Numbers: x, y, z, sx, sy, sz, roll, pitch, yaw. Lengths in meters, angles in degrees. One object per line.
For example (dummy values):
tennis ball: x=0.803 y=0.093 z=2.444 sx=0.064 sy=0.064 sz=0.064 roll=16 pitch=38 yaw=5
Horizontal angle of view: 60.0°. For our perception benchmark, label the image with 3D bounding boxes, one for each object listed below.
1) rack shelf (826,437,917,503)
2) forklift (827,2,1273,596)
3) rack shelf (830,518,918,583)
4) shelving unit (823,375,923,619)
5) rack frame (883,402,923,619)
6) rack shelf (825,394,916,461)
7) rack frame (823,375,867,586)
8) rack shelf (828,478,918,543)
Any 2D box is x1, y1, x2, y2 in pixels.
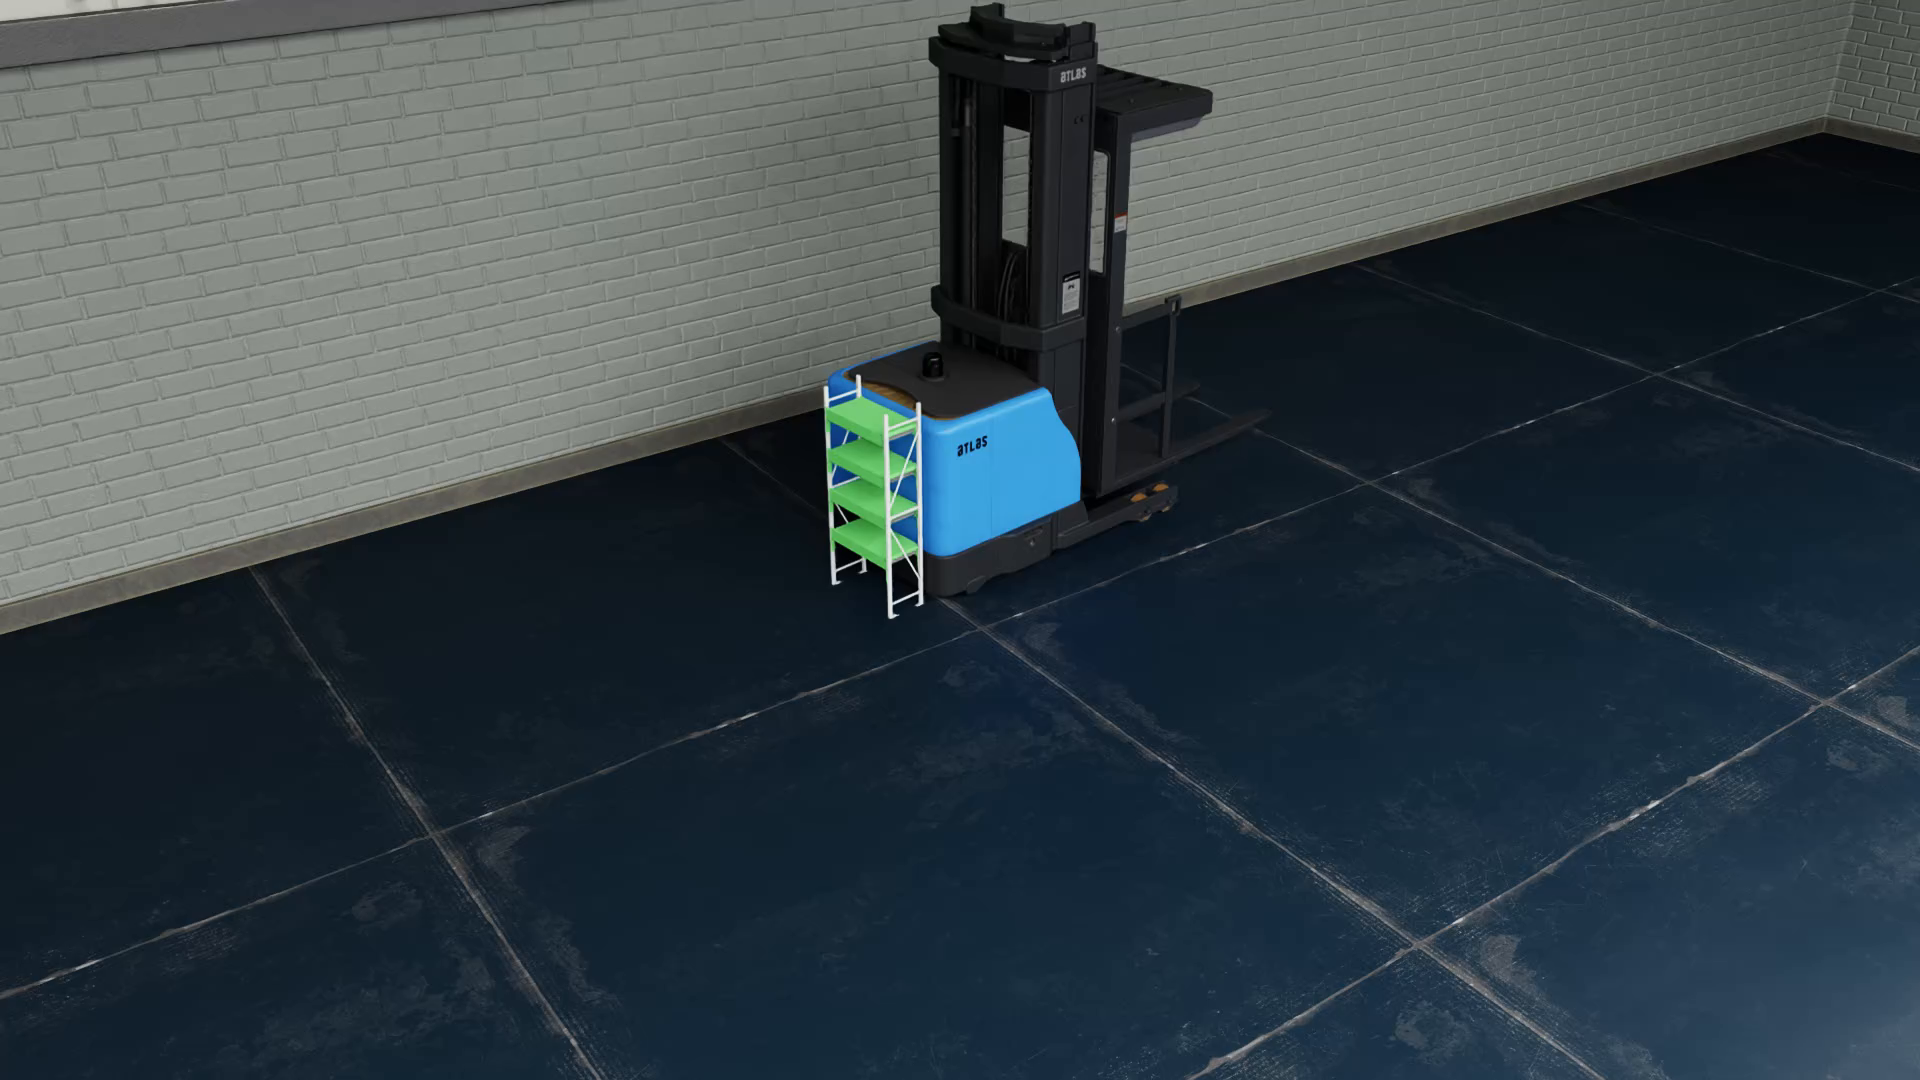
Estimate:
rack shelf: x=-0.459 y=-0.382 z=8.826 sx=0.258 sy=0.148 sz=0.480 roll=-23 pitch=36 yaw=-36
forklift: x=0.685 y=-1.565 z=9.560 sx=3.031 sy=2.935 sz=1.130 roll=-23 pitch=36 yaw=-36
rack shelf: x=-0.459 y=0.040 z=9.055 sx=0.258 sy=0.148 sz=0.480 roll=-23 pitch=36 yaw=-36
shelving unit: x=-0.459 y=-0.227 z=8.910 sx=0.258 sy=1.200 sz=0.503 roll=-23 pitch=36 yaw=-36
rack frame: x=-0.295 y=-0.141 z=8.752 sx=0.240 sy=1.200 sz=0.015 roll=-23 pitch=36 yaw=-36
rack shelf: x=-0.459 y=-0.592 z=8.712 sx=0.258 sy=0.148 sz=0.480 roll=-23 pitch=36 yaw=-36
rack frame: x=-0.623 y=-0.313 z=9.069 sx=0.240 sy=1.200 sz=0.015 roll=-23 pitch=36 yaw=-36
rack shelf: x=-0.459 y=-0.171 z=8.941 sx=0.258 sy=0.148 sz=0.480 roll=-23 pitch=36 yaw=-36
